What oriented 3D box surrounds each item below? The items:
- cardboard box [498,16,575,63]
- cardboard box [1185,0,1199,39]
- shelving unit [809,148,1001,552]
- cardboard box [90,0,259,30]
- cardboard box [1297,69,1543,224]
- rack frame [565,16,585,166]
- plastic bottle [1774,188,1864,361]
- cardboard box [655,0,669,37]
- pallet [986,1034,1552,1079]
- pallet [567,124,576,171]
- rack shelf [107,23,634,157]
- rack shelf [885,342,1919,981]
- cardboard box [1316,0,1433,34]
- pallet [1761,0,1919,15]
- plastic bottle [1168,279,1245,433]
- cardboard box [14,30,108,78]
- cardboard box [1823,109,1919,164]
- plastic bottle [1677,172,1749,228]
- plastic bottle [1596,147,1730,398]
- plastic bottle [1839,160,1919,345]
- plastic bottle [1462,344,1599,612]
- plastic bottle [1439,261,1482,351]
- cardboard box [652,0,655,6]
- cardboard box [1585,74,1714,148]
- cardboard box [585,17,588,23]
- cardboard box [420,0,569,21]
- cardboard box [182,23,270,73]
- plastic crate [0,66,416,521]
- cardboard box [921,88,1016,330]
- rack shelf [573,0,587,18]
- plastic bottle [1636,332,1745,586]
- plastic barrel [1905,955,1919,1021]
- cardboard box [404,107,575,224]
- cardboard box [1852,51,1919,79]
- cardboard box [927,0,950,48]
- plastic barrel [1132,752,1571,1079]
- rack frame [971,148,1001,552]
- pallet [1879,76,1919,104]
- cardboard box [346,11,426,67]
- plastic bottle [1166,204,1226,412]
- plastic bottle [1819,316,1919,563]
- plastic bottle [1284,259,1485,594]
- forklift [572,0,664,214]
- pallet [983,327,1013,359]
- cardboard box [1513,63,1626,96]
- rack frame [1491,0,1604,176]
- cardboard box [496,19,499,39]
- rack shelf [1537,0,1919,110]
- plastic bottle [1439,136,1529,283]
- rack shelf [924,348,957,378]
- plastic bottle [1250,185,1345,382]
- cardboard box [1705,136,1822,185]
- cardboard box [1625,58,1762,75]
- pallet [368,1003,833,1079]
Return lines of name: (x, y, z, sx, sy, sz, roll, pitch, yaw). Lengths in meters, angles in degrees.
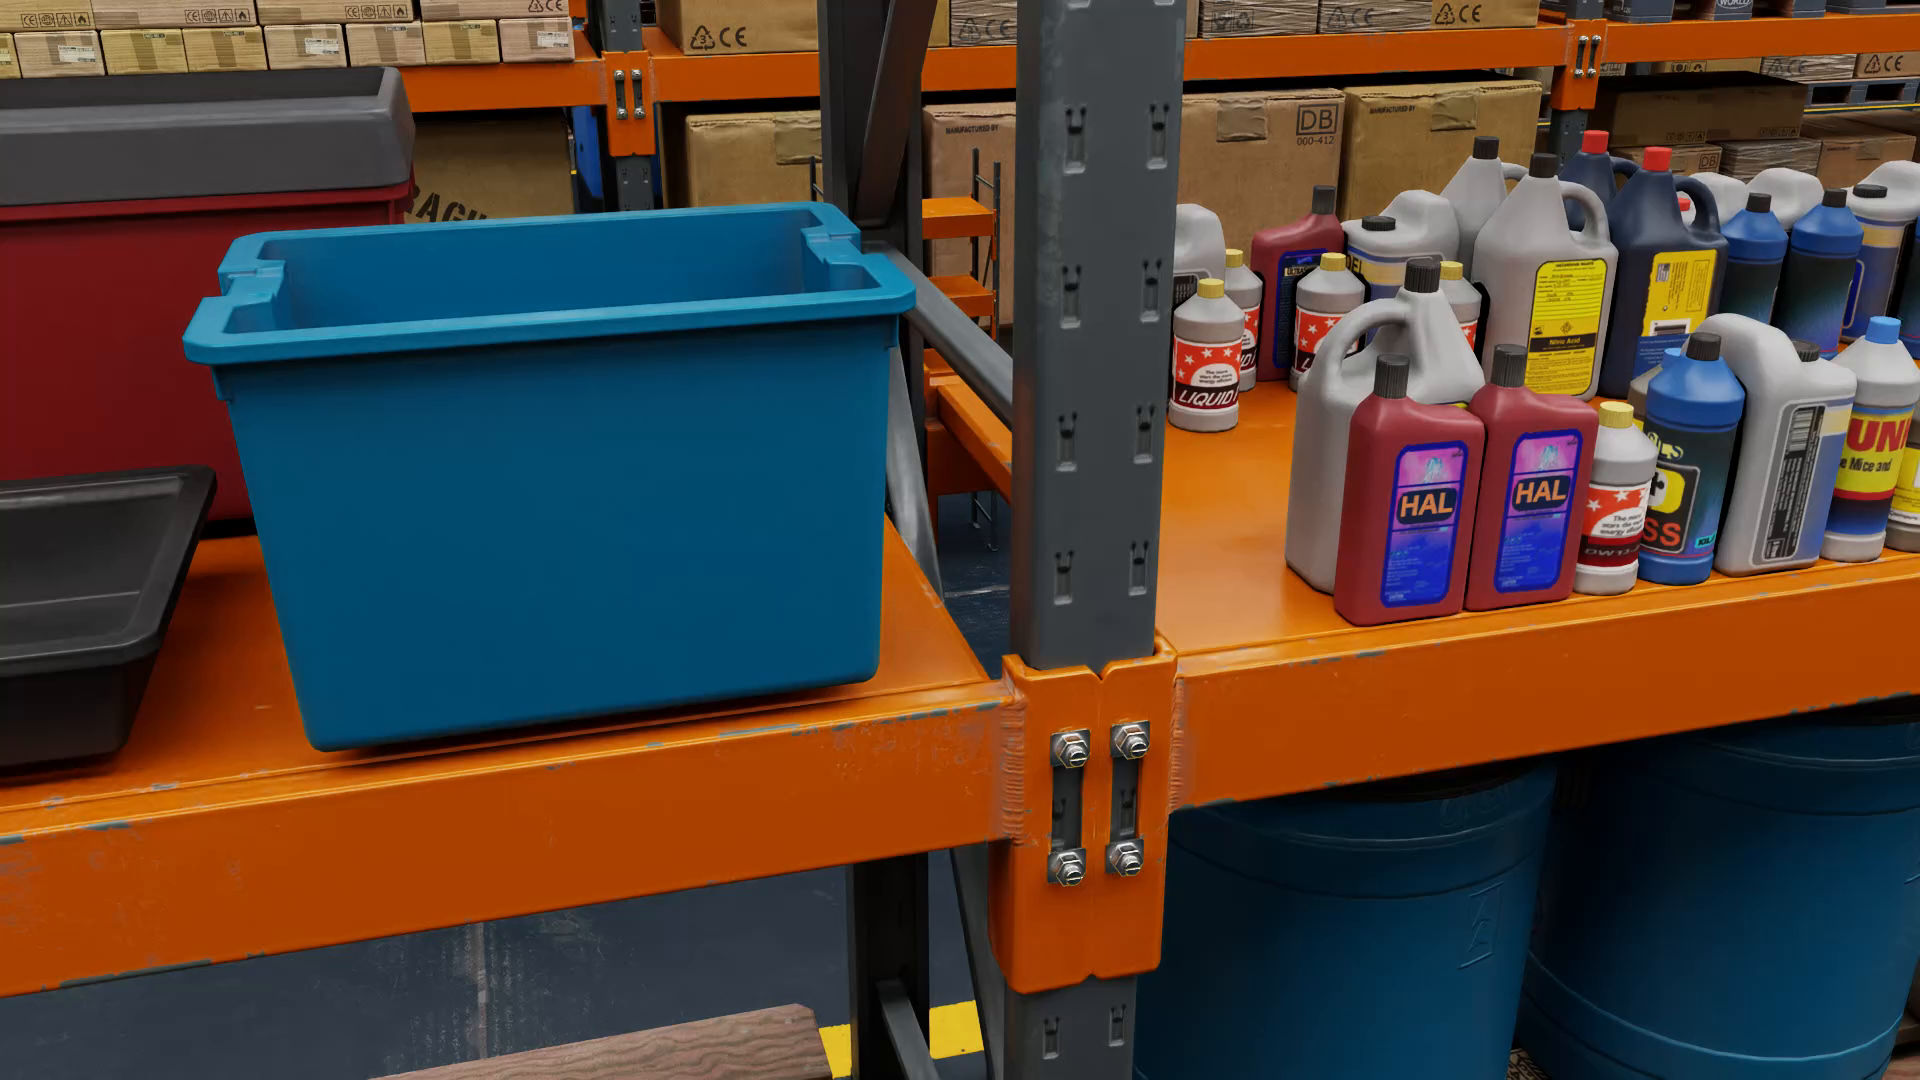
cardboard box: (-1.545, -1.839, 6.050, 0.250, 0.149, 0.380, -6, 24, -14)
cardboard box: (0.633, -2.275, 6.622, 0.500, 0.500, 0.500, -6, 24, -13)
shelving unit: (-0.159, -0.534, 4.972, 0.503, 1.200, 0.258, -6, 24, -14)
cardboard box: (-2.683, -1.922, 5.738, 0.500, 0.250, 0.500, -6, 24, -13)
cardboard box: (1.841, -1.688, 7.543, 0.875, 0.875, 1.225, -7, 24, -17)
rack frame: (-2.582, -4.005, 10.780, 0.127, 3.000, 1.000, -6, 24, -14)
plastic bottle: (1.309, -0.398, 2.537, 0.097, 0.271, 0.097, 0, 23, 0)
cardboard box: (-0.963, -2.311, 6.704, 0.500, 0.500, 0.500, -6, 24, -14)
pallet: (0.752, 0.984, 2.688, 1.213, 0.211, 1.003, -6, 24, -14)
pallet: (-3.219, -2.639, 11.132, 1.213, 0.211, 1.003, -6, 24, -14)
rack shelf: (-3.265, -1.568, 6.012, 4.000, 0.370, 1.077, -6, 24, -14)
rack shelf: (1.924, -0.113, 2.622, 4.000, 0.370, 1.077, -6, 24, -14)
cardboard box: (1.622, -2.386, 6.879, 0.500, 0.500, 0.500, -7, 24, -15)
pallet: (4.406, -2.676, 7.925, 1.213, 0.211, 1.003, -6, 24, -14)
plastic bottle: (0.342, -0.259, 2.301, 0.097, 0.201, 0.097, 0, 23, 0)
cardboard box: (-3.027, -1.675, 5.669, 0.250, 0.149, 0.380, -6, 24, -14)
cardboard box: (4.763, -1.856, 8.384, 0.500, 0.500, 0.700, -8, 25, -19)
plastic bottle: (1.128, -0.431, 2.608, 0.135, 0.276, 0.152, -6, 24, -14)
plastic bottle: (1.012, -0.395, 2.430, 0.185, 0.351, 0.144, -6, 24, -14)
plastic bottle: (1.480, -0.470, 2.699, 0.135, 0.276, 0.152, -6, 24, -14)
plastic bottle: (0.595, -0.068, 1.754, 0.133, 0.283, 0.061, -6, 24, -14)
plastic bottle: (0.694, -0.298, 2.392, 0.097, 0.201, 0.097, 0, 23, 0)
cardboard box: (-1.933, -3.569, 11.451, 0.500, 0.250, 0.500, -7, 24, -16)
cardboard box: (3.149, -2.018, 7.810, 0.500, 0.250, 0.500, -5, 24, -12)
cardboard box: (-3.441, -5.187, 15.696, 0.875, 0.875, 0.875, -6, 24, -13)
cardboard box: (-1.694, -2.032, 5.995, 0.500, 0.250, 0.500, -7, 24, -15)
cardboard box: (-2.536, -1.729, 5.794, 0.250, 0.149, 0.380, -6, 24, -13)
plastic crate: (-0.929, -0.288, 1.960, 0.583, 0.464, 0.402, -6, 24, -14)
cardboard box: (0.131, -1.499, 7.102, 0.875, 0.875, 1.225, -7, 24, -16)
rack shelf: (-0.657, -3.888, 11.418, 4.000, 0.370, 1.077, -6, 24, -14)
plastic bottle: (0.795, -0.093, 1.825, 0.097, 0.271, 0.097, 0, 23, 0)
plastic barrel: (1.776, 0.566, 2.748, 0.421, 0.512, 0.421, 0, 23, 0)
cardboard box: (-1.997, -1.288, 6.609, 0.875, 0.875, 0.875, -6, 24, -14)
cardboard box: (7.490, -4.308, 13.648, 0.875, 0.875, 0.875, -7, 24, -15)
cardboard box: (-0.346, -2.165, 6.365, 0.500, 0.500, 0.500, -6, 24, -14)
plastic barrel: (0.527, 0.489, 2.435, 0.708, 0.901, 0.600, -6, 24, -14)
rack frame: (0.076, -0.560, 5.033, 0.015, 1.200, 0.240, -6, 24, -14)
pallet: (8.223, -3.887, 14.041, 1.213, 0.211, 1.003, -6, 24, -14)
cardboard box: (-2.040, -1.784, 5.923, 0.250, 0.149, 0.380, -7, 24, -15)
plastic bottle: (0.290, -0.339, 2.392, 0.135, 0.276, 0.152, -6, 24, -14)
plastic bottle: (1.018, -0.117, 1.882, 0.097, 0.271, 0.097, 0, 23, 0)
plastic bottle: (0.464, -0.127, 1.804, 0.185, 0.351, 0.144, -6, 24, -14)
forklift: (-0.588, -3.174, 8.930, 3.031, 2.935, 1.130, -7, 24, -15)
pallet: (0.560, -1.072, 7.481, 1.213, 0.211, 1.003, -6, 24, -14)
cardboard box: (4.547, -3.916, 12.893, 0.750, 0.750, 1.050, -6, 24, -15)
rack frame: (2.512, -2.537, 7.359, 0.127, 3.000, 1.000, -6, 24, -14)
cardboard box: (-1.967, -2.063, 6.571, 0.250, 0.149, 0.380, -7, 24, -16)
rack shelf: (4.437, -2.420, 7.998, 4.000, 0.370, 1.077, -6, 24, -14)
plastic bottle: (0.795, -0.430, 2.511, 0.185, 0.351, 0.144, -6, 24, -14)
rack shelf: (-0.159, -0.472, 4.999, 0.480, 0.148, 0.258, -6, 24, -14)
plastic bottle: (0.501, -0.384, 2.489, 0.133, 0.283, 0.061, -6, 24, -14)
cardboard box: (3.682, -1.734, 8.098, 0.500, 0.500, 0.700, -8, 25, -19)
cardboard box: (5.745, -4.114, 13.196, 0.875, 0.875, 0.875, -6, 24, -14)
pallet: (-0.699, 1.144, 2.317, 1.213, 0.211, 1.003, -6, 24, -14)
